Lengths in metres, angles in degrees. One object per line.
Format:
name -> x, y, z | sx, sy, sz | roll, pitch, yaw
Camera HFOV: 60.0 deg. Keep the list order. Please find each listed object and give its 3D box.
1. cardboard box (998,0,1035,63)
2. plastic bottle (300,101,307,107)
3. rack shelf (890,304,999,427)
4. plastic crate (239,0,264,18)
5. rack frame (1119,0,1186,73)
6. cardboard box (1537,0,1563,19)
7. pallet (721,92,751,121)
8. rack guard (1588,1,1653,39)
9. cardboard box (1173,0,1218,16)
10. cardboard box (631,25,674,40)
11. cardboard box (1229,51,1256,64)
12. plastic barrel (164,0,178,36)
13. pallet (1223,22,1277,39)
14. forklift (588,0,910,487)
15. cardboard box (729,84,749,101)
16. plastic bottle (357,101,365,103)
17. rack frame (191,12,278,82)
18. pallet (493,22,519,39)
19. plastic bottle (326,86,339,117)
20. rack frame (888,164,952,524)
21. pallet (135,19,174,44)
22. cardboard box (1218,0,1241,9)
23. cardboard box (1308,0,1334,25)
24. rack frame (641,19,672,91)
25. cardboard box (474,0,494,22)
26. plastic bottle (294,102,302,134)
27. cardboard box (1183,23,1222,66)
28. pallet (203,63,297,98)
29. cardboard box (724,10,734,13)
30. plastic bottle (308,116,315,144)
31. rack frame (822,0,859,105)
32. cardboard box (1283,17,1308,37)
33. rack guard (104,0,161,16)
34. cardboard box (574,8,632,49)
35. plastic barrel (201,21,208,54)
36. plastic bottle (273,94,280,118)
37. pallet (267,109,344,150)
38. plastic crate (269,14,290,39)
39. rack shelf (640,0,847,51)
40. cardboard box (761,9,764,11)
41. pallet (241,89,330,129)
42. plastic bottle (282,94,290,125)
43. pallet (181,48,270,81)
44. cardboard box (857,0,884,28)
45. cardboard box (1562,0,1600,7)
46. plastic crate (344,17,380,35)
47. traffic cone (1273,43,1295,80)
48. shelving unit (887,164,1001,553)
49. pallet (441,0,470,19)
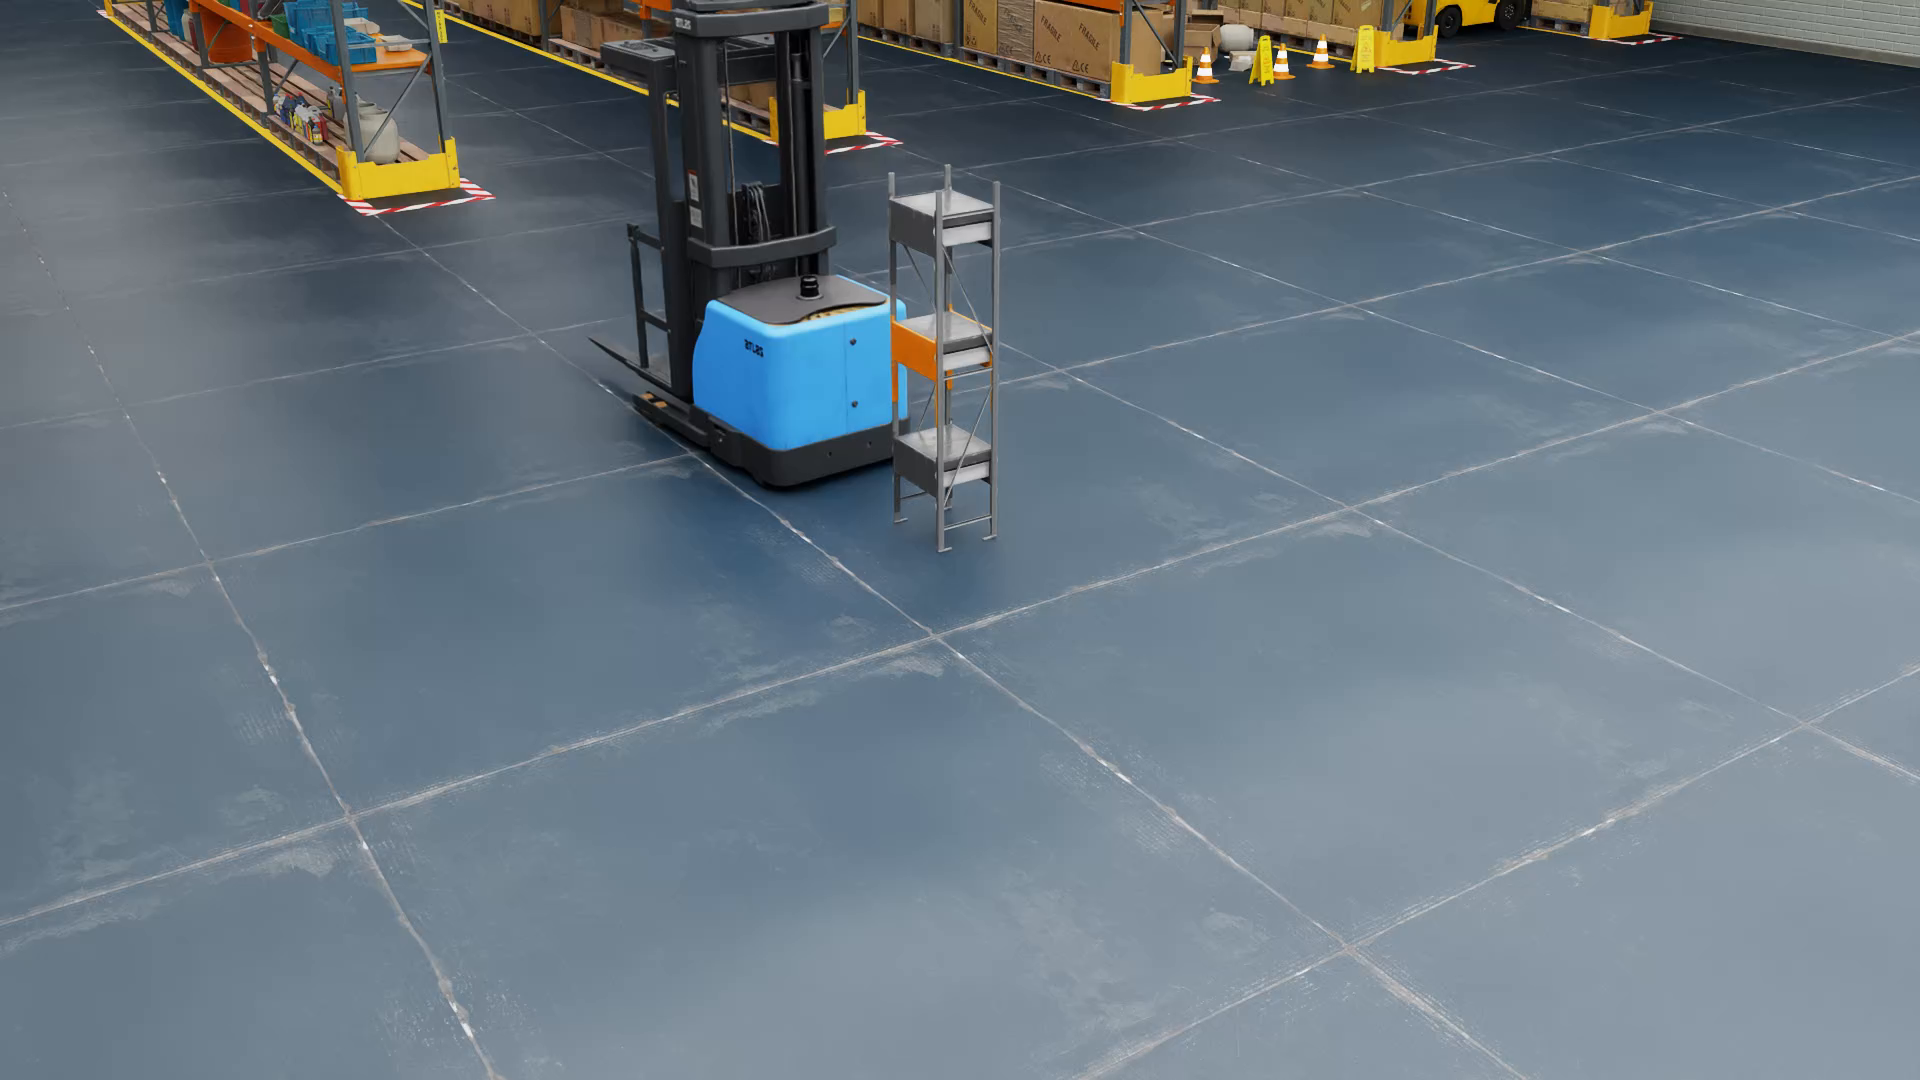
cardboard box -> 1.147, -7.404, 23.918 | 0.875, 0.875, 0.875 | -15, 29, -29
plastic bottle -> -7.721, -5.020, 19.551 | 0.097, 0.271, 0.097 | 0, 25, 0
rack shelf -> -0.090, -0.996, 9.433 | 0.431, 0.518, 0.480 | -16, 29, -30
plastic crate -> -8.515, -6.595, 20.131 | 0.402, 0.464, 0.583 | -16, 29, -30
rack frame -> 2.550, -7.307, 21.716 | 1.000, 3.000, 0.127 | -16, 29, -30
cardboard box -> 10.014, -8.876, 27.768 | 0.500, 0.250, 0.500 | -16, 29, -30
pallet -> -2.778, -5.689, 21.553 | 1.003, 0.211, 1.213 | -16, 29, -30
rack guard -> 10.812, -8.516, 27.204 | 1.175, 0.500, 0.348 | -16, 29, -30
cardboard box -> 4.170, -9.116, 28.134 | 0.950, 0.372, 0.625 | -15, 29, -29
cardboard box -> -4.161, -6.912, 23.290 | 0.700, 0.500, 0.500 | -18, 31, -33
cardboard box -> 4.235, -7.206, 24.840 | 0.380, 0.149, 0.250 | -1, 25, -3
plastic barrel -> -12.079, -8.368, 25.928 | 0.600, 0.901, 0.708 | -16, 29, -30
pallet -> 4.855, -8.435, 27.370 | 1.003, 0.211, 1.213 | -16, 29, -30
forklift -> -1.610, -2.222, 11.025 | 1.130, 2.935, 3.031 | -18, 31, -33
cardboard box -> -2.668, -5.909, 21.189 | 0.500, 0.500, 0.500 | -13, 28, -25
plastic bottle -> -7.035, -5.025, 19.556 | 0.152, 0.276, 0.135 | -15, 29, -29
rack frame -> -10.178, -7.895, 22.960 | 1.000, 3.000, 0.127 | -16, 29, -30
pallet -> -7.057, -8.524, 27.558 | 1.003, 0.211, 1.213 | -16, 29, -30
plastic bottle -> -7.522, -5.268, 19.984 | 0.144, 0.351, 0.185 | -16, 29, -30
rack frame -> -0.224, -1.096, 9.612 | 0.400, 2.100, 0.015 | -16, 29, -30
pallet -> -12.795, -8.319, 27.124 | 1.003, 0.211, 1.213 | -16, 29, -30
cardboard box -> 4.555, -8.939, 27.023 | 0.500, 0.500, 0.500 | -14, 29, -27
cardboard box -> 5.699, -8.194, 25.445 | 0.500, 0.500, 0.500 | -14, 29, -28
rack frame -> -3.844, -7.618, 22.374 | 1.000, 3.000, 0.127 | -16, 29, -30
cardboard box -> -7.357, -9.165, 27.648 | 1.225, 0.875, 0.875 | -17, 30, -31
plastic bottle -> -7.566, -4.860, 19.119 | 0.144, 0.351, 0.185 | -16, 30, -30
cardboard box -> 3.562, -7.406, 24.850 | 0.637, 0.503, 0.797 | 7, 26, 15
pallet -> -9.787, -6.348, 22.949 | 1.003, 0.211, 1.213 | -16, 29, -30
cardboard box -> -2.685, -6.571, 20.450 | 0.380, 0.149, 0.250 | -16, 29, -30
plastic bottle -> -7.259, -4.596, 18.639 | 0.061, 0.283, 0.133 | -15, 29, -28
rack frame -> -1.661, -6.188, 19.344 | 1.000, 3.000, 0.127 | -16, 29, -30
cardboard box -> 5.409, -8.043, 26.003 | 0.500, 0.250, 0.500 | -17, 30, -31
rack guard -> -14.569, -9.631, 29.567 | 1.175, 0.500, 0.348 | -16, 29, -30
cardboard box -> -5.332, -7.687, 24.933 | 0.700, 0.500, 0.500 | -18, 31, -34
plastic barrel -> -10.842, -7.312, 24.147 | 0.421, 0.512, 0.421 | 0, 25, 0
plastic bottle -> -8.187, -5.213, 19.960 | 0.097, 0.271, 0.097 | 0, 25, 0
pallet -> -7.662, -4.953, 19.995 | 1.003, 0.211, 1.213 | -16, 29, -30
plastic crate -> -7.490, -5.817, 18.807 | 0.450, 0.188, 0.662 | -16, 29, -30
rack shelf -> -2.752, -6.578, 21.013 | 1.077, 0.370, 4.000 | -16, 29, -30
cardboard box -> -2.125, -6.217, 19.701 | 0.380, 0.149, 0.250 | -16, 29, -30
pallet -> -8.455, -5.475, 21.100 | 1.003, 0.211, 1.213 | -16, 29, -30
plastic bottle -> -7.901, -5.080, 19.584 | 0.144, 0.351, 0.185 | -15, 29, -28
pallet -> -10.643, -6.906, 24.132 | 1.003, 0.211, 1.213 | -16, 29, -30
cardboard box -> -1.080, -8.791, 27.001 | 1.050, 0.750, 0.750 | -15, 29, -29
cardboard box -> 10.272, -8.929, 27.294 | 0.500, 0.250, 0.500 | -16, 30, -30
plastic crate -> -6.895, -5.823, 18.880 | 0.530, 0.136, 0.437 | -16, 29, -30
traffic cone -> 4.582, -6.823, 23.661 | 0.336, 0.463, 0.334 | -16, 29, -30
shelving unit -> -0.090, -1.009, 9.427 | 0.431, 2.100, 0.503 | -16, 29, -30
pallet -> -8.561, -9.509, 29.646 | 1.003, 0.211, 1.213 | -16, 29, -30
